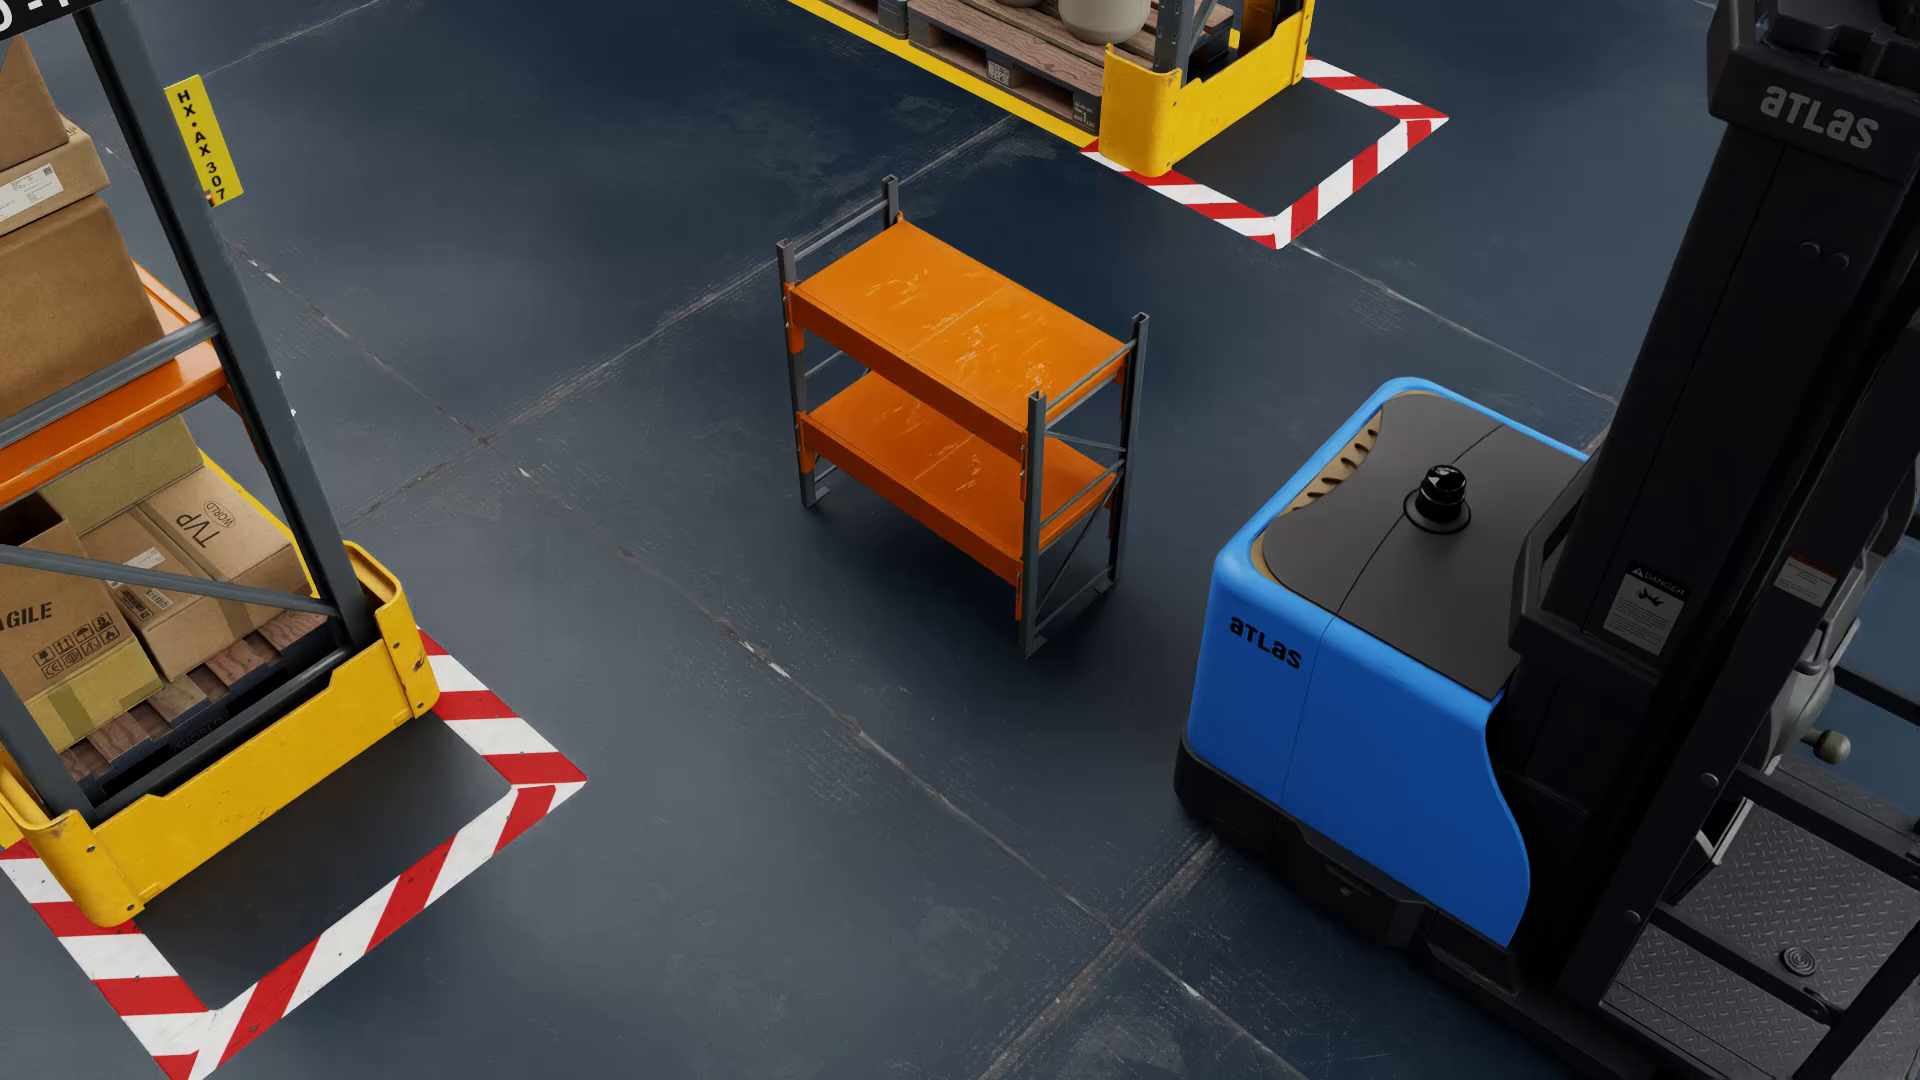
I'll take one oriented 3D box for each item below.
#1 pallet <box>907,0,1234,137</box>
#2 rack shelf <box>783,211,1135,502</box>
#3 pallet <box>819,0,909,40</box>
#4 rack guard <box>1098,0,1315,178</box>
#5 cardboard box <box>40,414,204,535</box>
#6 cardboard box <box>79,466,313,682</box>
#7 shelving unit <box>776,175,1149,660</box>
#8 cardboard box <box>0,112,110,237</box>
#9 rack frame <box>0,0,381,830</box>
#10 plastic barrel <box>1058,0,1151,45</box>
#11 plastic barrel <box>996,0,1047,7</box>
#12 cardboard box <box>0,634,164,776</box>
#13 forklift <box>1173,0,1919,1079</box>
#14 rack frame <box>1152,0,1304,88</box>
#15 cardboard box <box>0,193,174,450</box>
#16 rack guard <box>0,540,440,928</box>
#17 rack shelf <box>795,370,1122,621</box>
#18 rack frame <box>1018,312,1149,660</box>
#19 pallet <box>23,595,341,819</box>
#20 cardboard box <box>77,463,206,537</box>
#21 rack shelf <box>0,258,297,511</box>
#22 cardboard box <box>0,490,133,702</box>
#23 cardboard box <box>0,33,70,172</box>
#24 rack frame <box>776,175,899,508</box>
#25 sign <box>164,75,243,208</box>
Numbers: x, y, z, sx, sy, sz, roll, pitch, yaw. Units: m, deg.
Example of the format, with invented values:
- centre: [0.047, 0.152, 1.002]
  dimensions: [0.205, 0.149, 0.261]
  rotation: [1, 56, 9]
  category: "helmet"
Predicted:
- centre: [0.514, -2.431, 7.887]
  dimensions: [1.213, 0.211, 1.003]
  rotation: [34, 55, 28]
  category: "pallet"
- centre: [-0.005, -0.589, 5.130]
  dimensions: [1.000, 0.278, 0.538]
  rotation: [34, 55, 28]
  category: "rack shelf"
- centre: [-0.378, -3.034, 8.454]
  dimensions: [1.213, 0.211, 1.003]
  rotation: [34, 55, 28]
  category: "pallet"
- centre: [1.108, -2.125, 7.402]
  dimensions: [0.348, 0.500, 1.175]
  rotation: [34, 55, 28]
  category: "rack guard"
- centre: [-2.779, -0.406, 5.157]
  dimensions: [0.500, 0.500, 0.500]
  rotation: [34, 55, 28]
  category: "cardboard box"
- centre: [-2.410, 0.097, 5.200]
  dimensions: [0.500, 0.250, 0.500]
  rotation: [34, 55, 28]
  category: "cardboard box"
- centre: [-0.005, -0.388, 5.343]
  dimensions: [1.048, 1.125, 0.538]
  rotation: [34, 55, 28]
  category: "shelving unit"
- centre: [-2.309, -0.882, 4.007]
  dimensions: [0.250, 0.149, 0.380]
  rotation: [34, 55, 27]
  category: "cardboard box"
- centre: [-2.167, -0.316, 3.989]
  dimensions: [0.127, 3.000, 1.000]
  rotation: [34, 55, 28]
  category: "rack frame"
- centre: [0.660, -2.545, 7.500]
  dimensions: [0.421, 0.512, 0.421]
  rotation: [0, 47, 0]
  category: "plastic barrel"
- centre: [0.292, -2.793, 7.733]
  dimensions: [0.421, 0.512, 0.421]
  rotation: [0, 47, 0]
  category: "plastic barrel"
- centre: [-2.761, 0.374, 4.939]
  dimensions: [0.500, 0.250, 0.500]
  rotation: [34, 55, 28]
  category: "cardboard box"
- centre: [2.096, 0.195, 3.556]
  dimensions: [3.031, 2.935, 1.130]
  rotation: [31, 54, 26]
  category: "forklift"
- centre: [1.196, -2.968, 6.479]
  dimensions: [0.127, 3.000, 1.000]
  rotation: [34, 55, 28]
  category: "rack frame"
- centre: [-2.501, -0.588, 4.176]
  dimensions: [0.500, 0.500, 0.700]
  rotation: [34, 55, 28]
  category: "cardboard box"
- centre: [-2.149, 0.551, 4.890]
  dimensions: [0.348, 0.500, 1.175]
  rotation: [34, 55, 28]
  category: "rack guard"
- centre: [-0.005, -0.221, 5.521]
  dimensions: [1.000, 0.278, 0.538]
  rotation: [34, 55, 28]
  category: "rack shelf"
- centre: [0.369, -0.137, 5.107]
  dimensions: [0.032, 1.125, 0.500]
  rotation: [34, 55, 28]
  category: "rack frame"
- centre: [-2.757, 0.282, 5.340]
  dimensions: [1.213, 0.211, 1.003]
  rotation: [34, 55, 28]
  category: "pallet"
- centre: [-2.780, -0.149, 5.430]
  dimensions: [0.500, 0.250, 0.500]
  rotation: [34, 55, 28]
  category: "cardboard box"
- centre: [-3.636, -1.059, 5.180]
  dimensions: [4.000, 0.370, 1.077]
  rotation: [34, 55, 28]
  category: "rack shelf"
- centre: [-2.763, 0.119, 4.665]
  dimensions: [0.500, 0.500, 0.500]
  rotation: [34, 55, 28]
  category: "cardboard box"
- centre: [-2.540, -1.058, 3.728]
  dimensions: [0.500, 0.500, 0.700]
  rotation: [34, 55, 28]
  category: "cardboard box"
- centre: [-0.379, -0.640, 5.579]
  dimensions: [0.032, 1.125, 0.500]
  rotation: [34, 55, 28]
  category: "rack frame"
- centre: [-1.786, -0.934, 3.921]
  dimensions: [0.005, 0.325, 0.100]
  rotation: [34, 55, 28]
  category: "sign"
